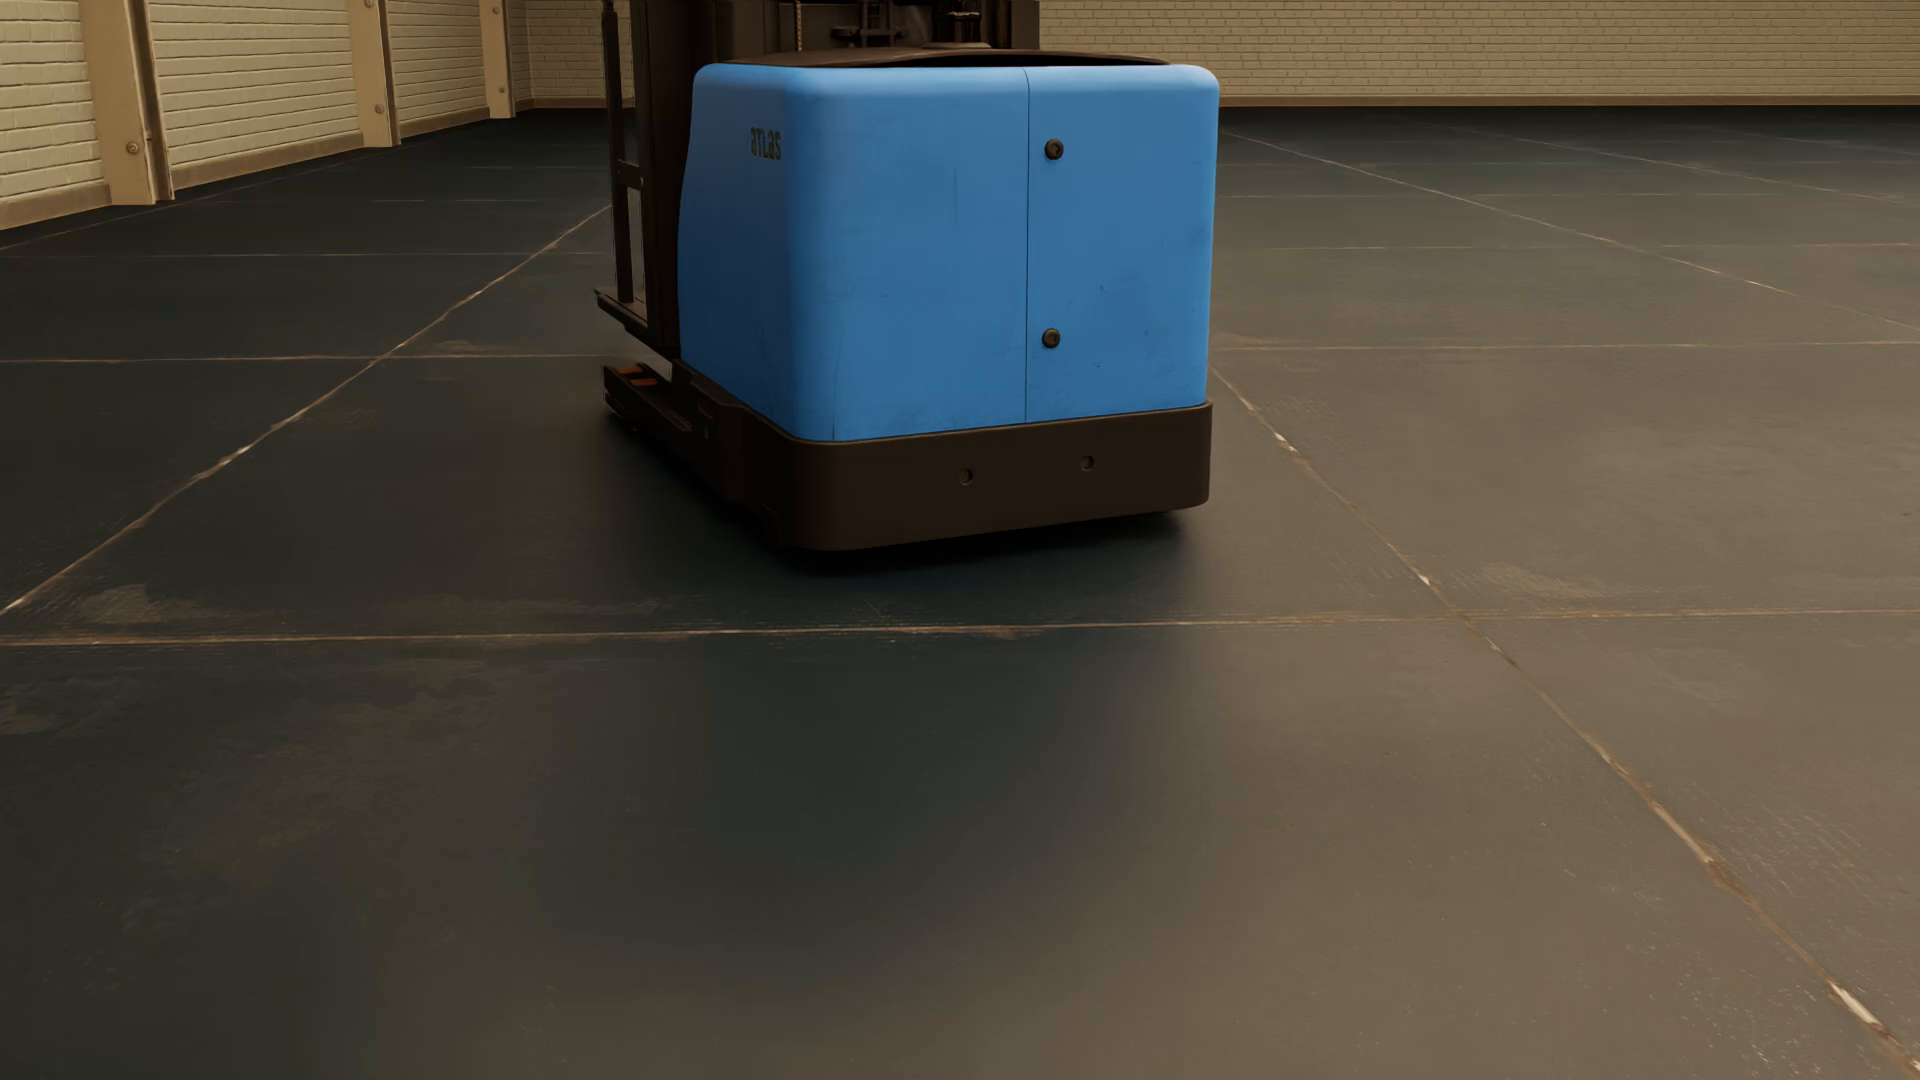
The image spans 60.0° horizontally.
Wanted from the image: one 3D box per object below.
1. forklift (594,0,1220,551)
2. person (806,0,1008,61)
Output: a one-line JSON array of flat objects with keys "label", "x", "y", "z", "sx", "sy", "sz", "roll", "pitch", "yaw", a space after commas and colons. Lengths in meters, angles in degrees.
[{"label": "forklift", "x": -0.453, "y": -1.765, "z": 4.677, "sx": 1.130, "sy": 2.935, "sz": 3.031, "roll": -7, "pitch": 18, "yaw": -22}, {"label": "person", "x": -0.115, "y": -1.153, "z": 4.809, "sx": 0.919, "sy": 1.589, "sz": 0.826, "roll": 7, "pitch": 18, "yaw": 22}]
